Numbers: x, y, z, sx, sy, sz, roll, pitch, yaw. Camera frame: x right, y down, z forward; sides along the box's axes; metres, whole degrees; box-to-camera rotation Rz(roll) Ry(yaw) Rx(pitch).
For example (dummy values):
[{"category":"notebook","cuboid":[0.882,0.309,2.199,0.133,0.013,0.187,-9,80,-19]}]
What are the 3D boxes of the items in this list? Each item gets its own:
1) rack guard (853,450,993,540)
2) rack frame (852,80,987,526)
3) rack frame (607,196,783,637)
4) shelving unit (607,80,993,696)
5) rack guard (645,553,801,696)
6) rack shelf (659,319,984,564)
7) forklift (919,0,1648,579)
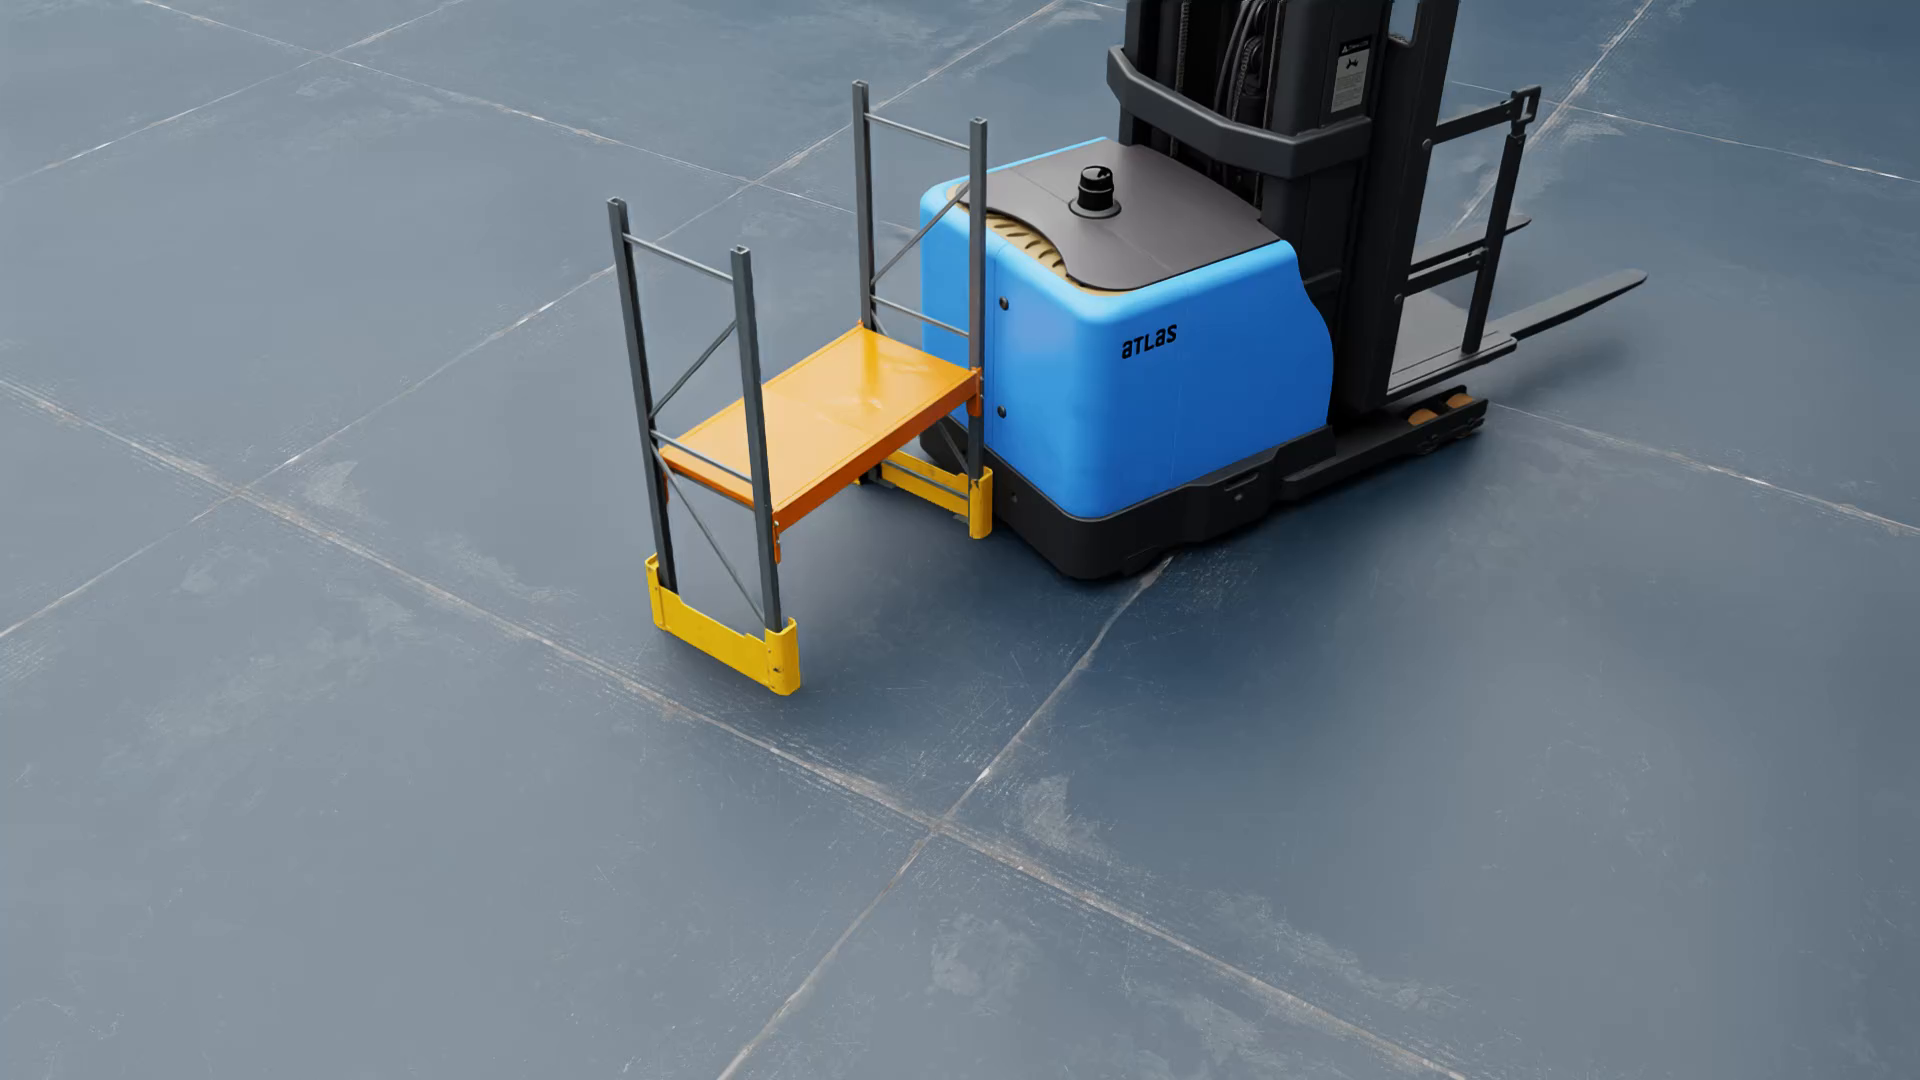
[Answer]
[{"category":"rack guard","cuboid":[-0.139,-0.224,5.836,0.587,0.250,0.087,25,44,29]},{"category":"rack frame","cuboid":[-0.127,-0.729,5.467,0.500,1.500,0.032,25,44,29]},{"category":"rack frame","cuboid":[-0.745,-0.236,4.827,0.500,1.500,0.032,25,44,29]},{"category":"shelving unit","cuboid":[-0.442,-0.478,5.141,0.587,1.500,1.083,25,44,29]},{"category":"rack guard","cuboid":[-0.744,0.259,5.210,0.587,0.250,0.087,25,44,29]},{"category":"rack shelf","cuboid":[-0.436,-0.340,5.257,0.538,0.185,1.000,25,44,29]},{"category":"forklift","cuboid":[1.363,-1.725,5.588,3.031,2.935,1.130,-22,43,-26]}]
